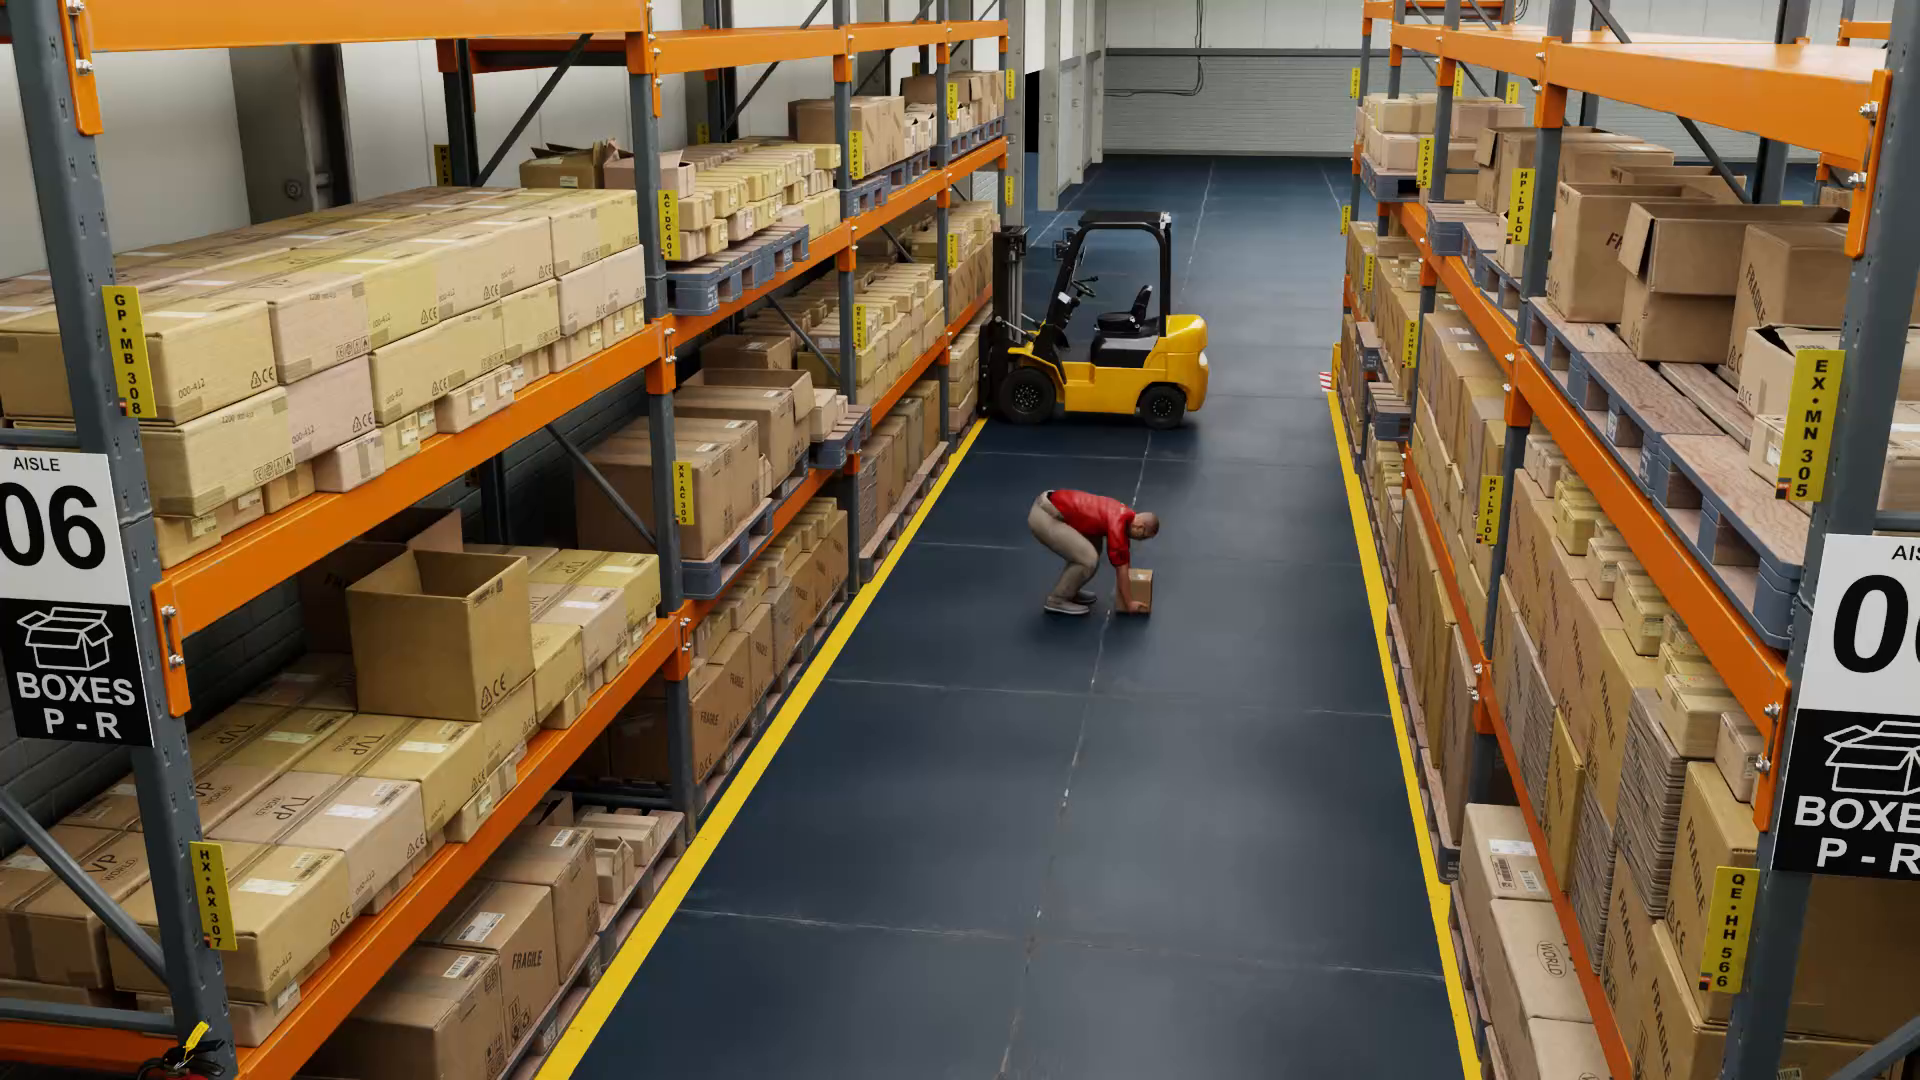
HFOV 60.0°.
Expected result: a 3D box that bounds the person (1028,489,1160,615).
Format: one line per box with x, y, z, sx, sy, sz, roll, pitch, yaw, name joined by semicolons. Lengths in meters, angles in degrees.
0.977;0.075;12.216;0.956;0.894;0.529;2;18;6;person
